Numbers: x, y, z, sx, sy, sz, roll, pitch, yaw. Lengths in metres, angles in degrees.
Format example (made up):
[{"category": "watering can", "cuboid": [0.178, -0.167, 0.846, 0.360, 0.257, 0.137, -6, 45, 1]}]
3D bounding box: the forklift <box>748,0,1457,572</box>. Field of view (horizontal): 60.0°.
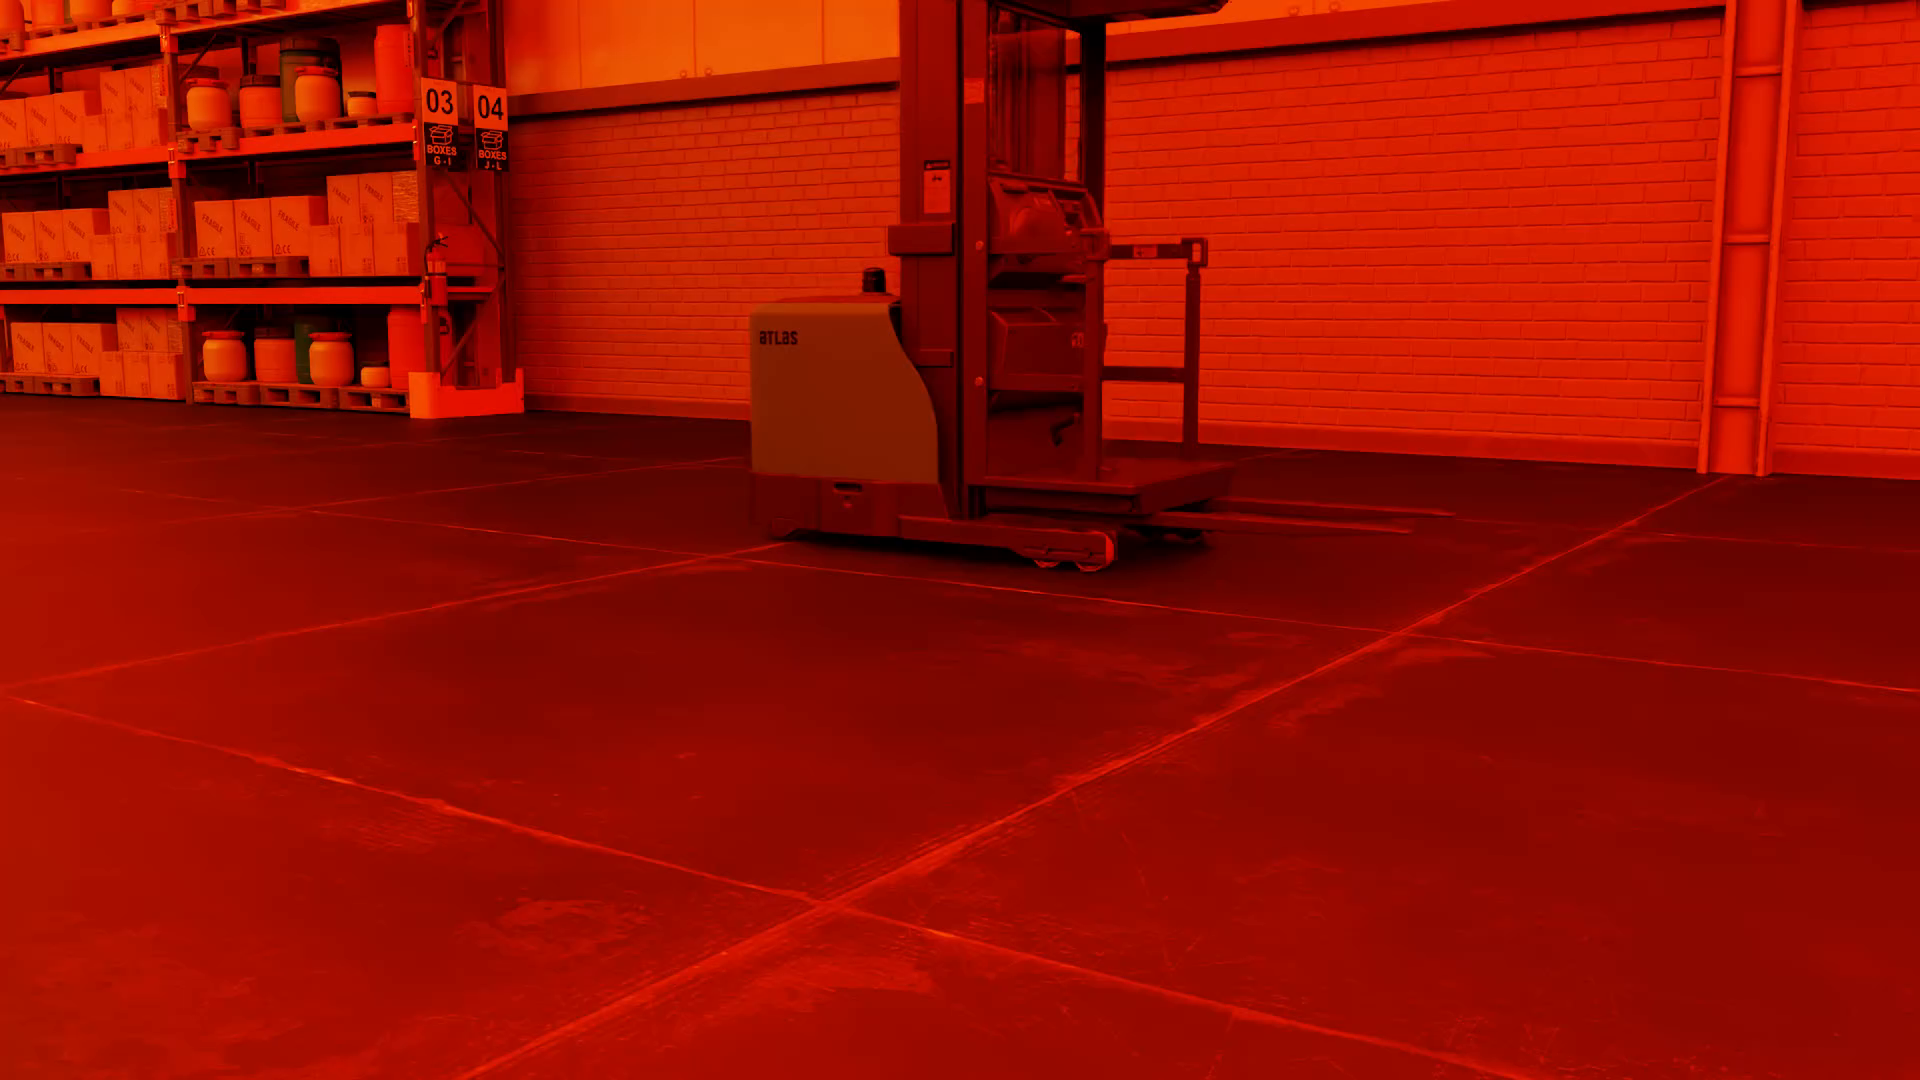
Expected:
[{"category": "forklift", "cuboid": [0.556, -1.407, 7.085, 3.031, 2.935, 1.130, 5, 9, 31]}]
